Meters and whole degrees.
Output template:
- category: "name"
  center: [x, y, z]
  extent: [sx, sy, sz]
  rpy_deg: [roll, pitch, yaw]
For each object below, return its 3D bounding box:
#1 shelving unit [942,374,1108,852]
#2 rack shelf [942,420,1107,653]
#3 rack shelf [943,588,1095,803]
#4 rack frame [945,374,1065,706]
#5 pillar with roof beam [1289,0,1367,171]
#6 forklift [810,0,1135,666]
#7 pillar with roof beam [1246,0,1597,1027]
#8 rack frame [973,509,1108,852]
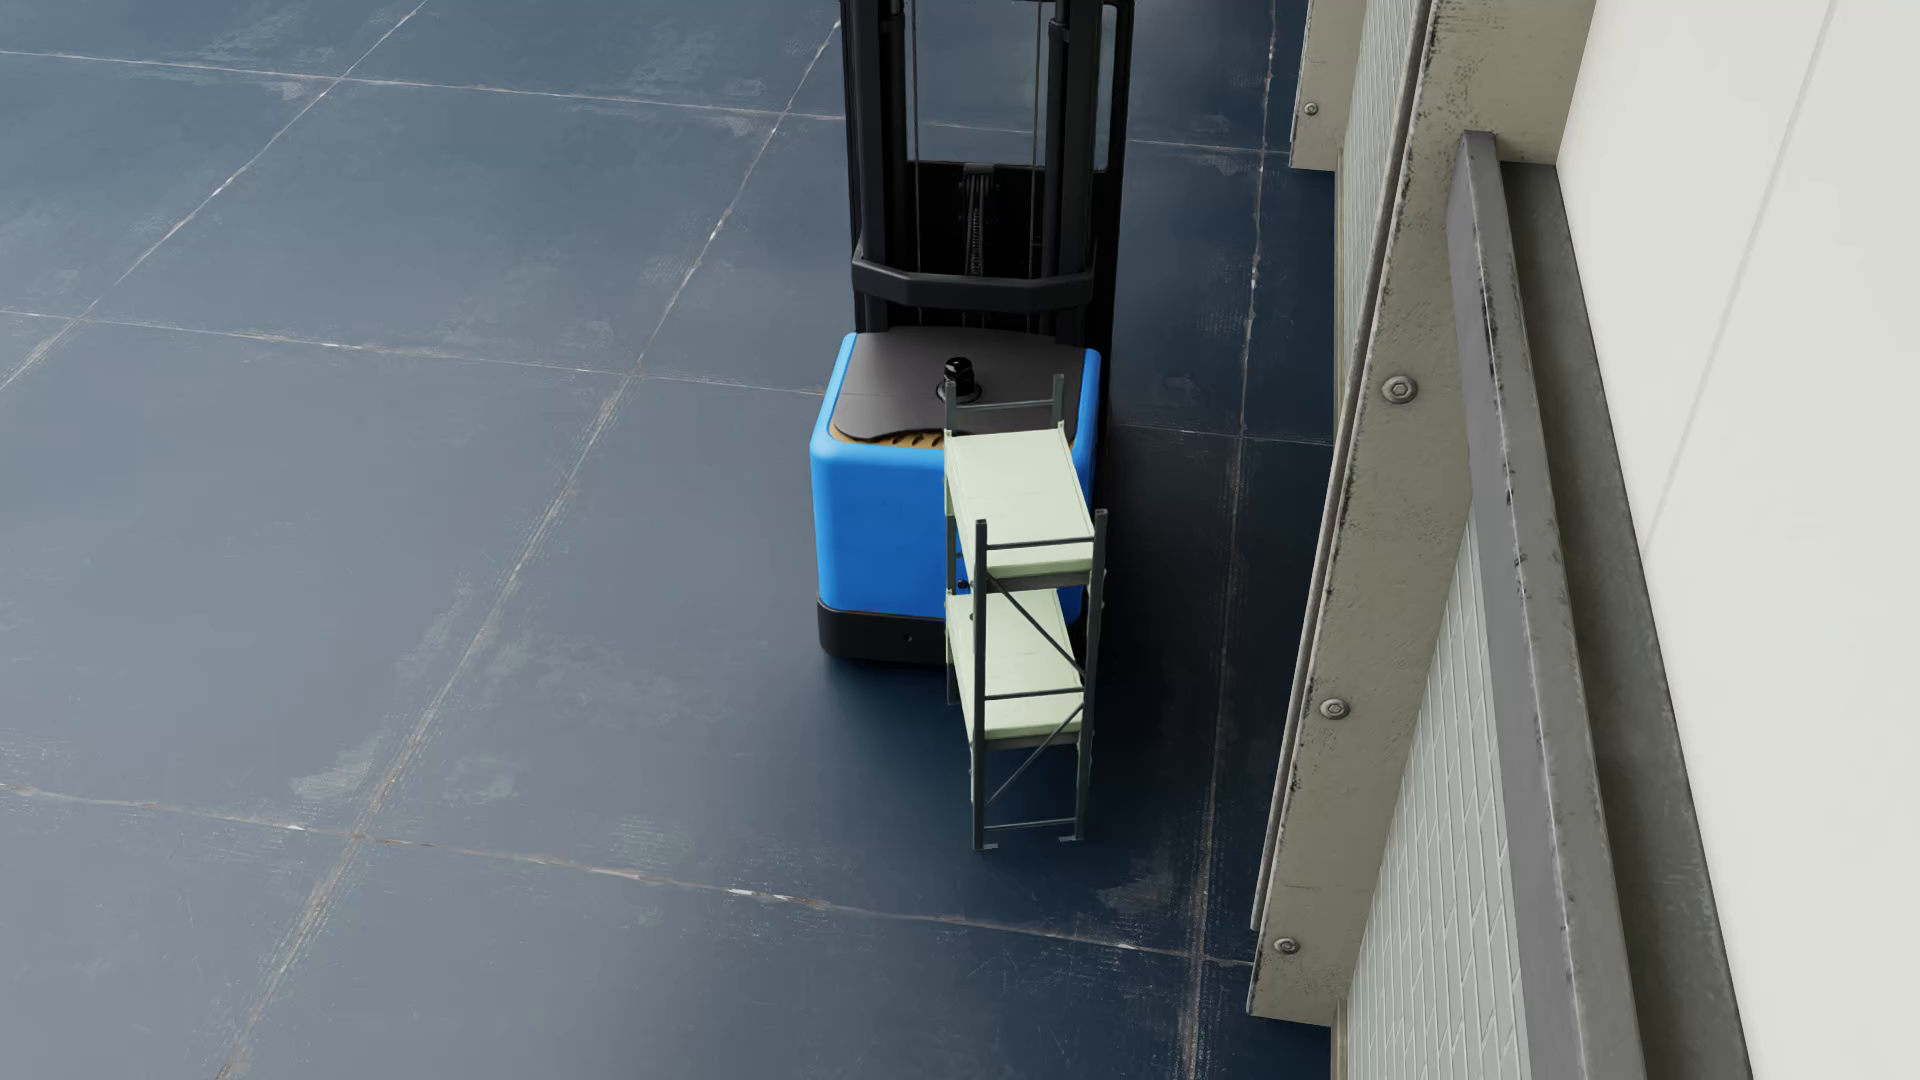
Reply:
- category: "shelving unit"
  center: [0.197, 0.276, 5.739]
  extent: [0.431, 1.500, 0.755]
  rpy_deg: [-5, 40, -6]
- category: "rack shelf"
  center: [0.197, -0.025, 5.490]
  extent: [0.431, 0.370, 0.720]
  rpy_deg: [-5, 40, -6]
- category: "rack shelf"
  center: [0.197, 0.527, 5.947]
  extent: [0.431, 0.370, 0.720]
  rpy_deg: [-5, 40, -6]
- category: "rack frame"
  center: [0.150, 0.045, 6.019]
  extent: [0.400, 1.500, 0.023]
  rpy_deg: [-5, 40, -6]
- category: "pillar with roof beam"
  center: [-2.087, -6.279, 7.782]
  extent: [9.100, 9.000, 0.400]
  rpy_deg: [6, 40, 8]
- category: "forklift"
  center: [0.131, -1.536, 6.808]
  extent: [1.130, 2.935, 3.031]
  rpy_deg: [4, 40, 5]
- category: "pillar with roof beam"
  center: [-3.125, -2.513, 3.227]
  extent: [9.100, 9.000, 0.400]
  rpy_deg: [6, 40, 8]
- category: "rack frame"
  center: [0.245, 0.507, 5.459]
  extent: [0.400, 1.500, 0.023]
  rpy_deg: [-5, 40, -6]
